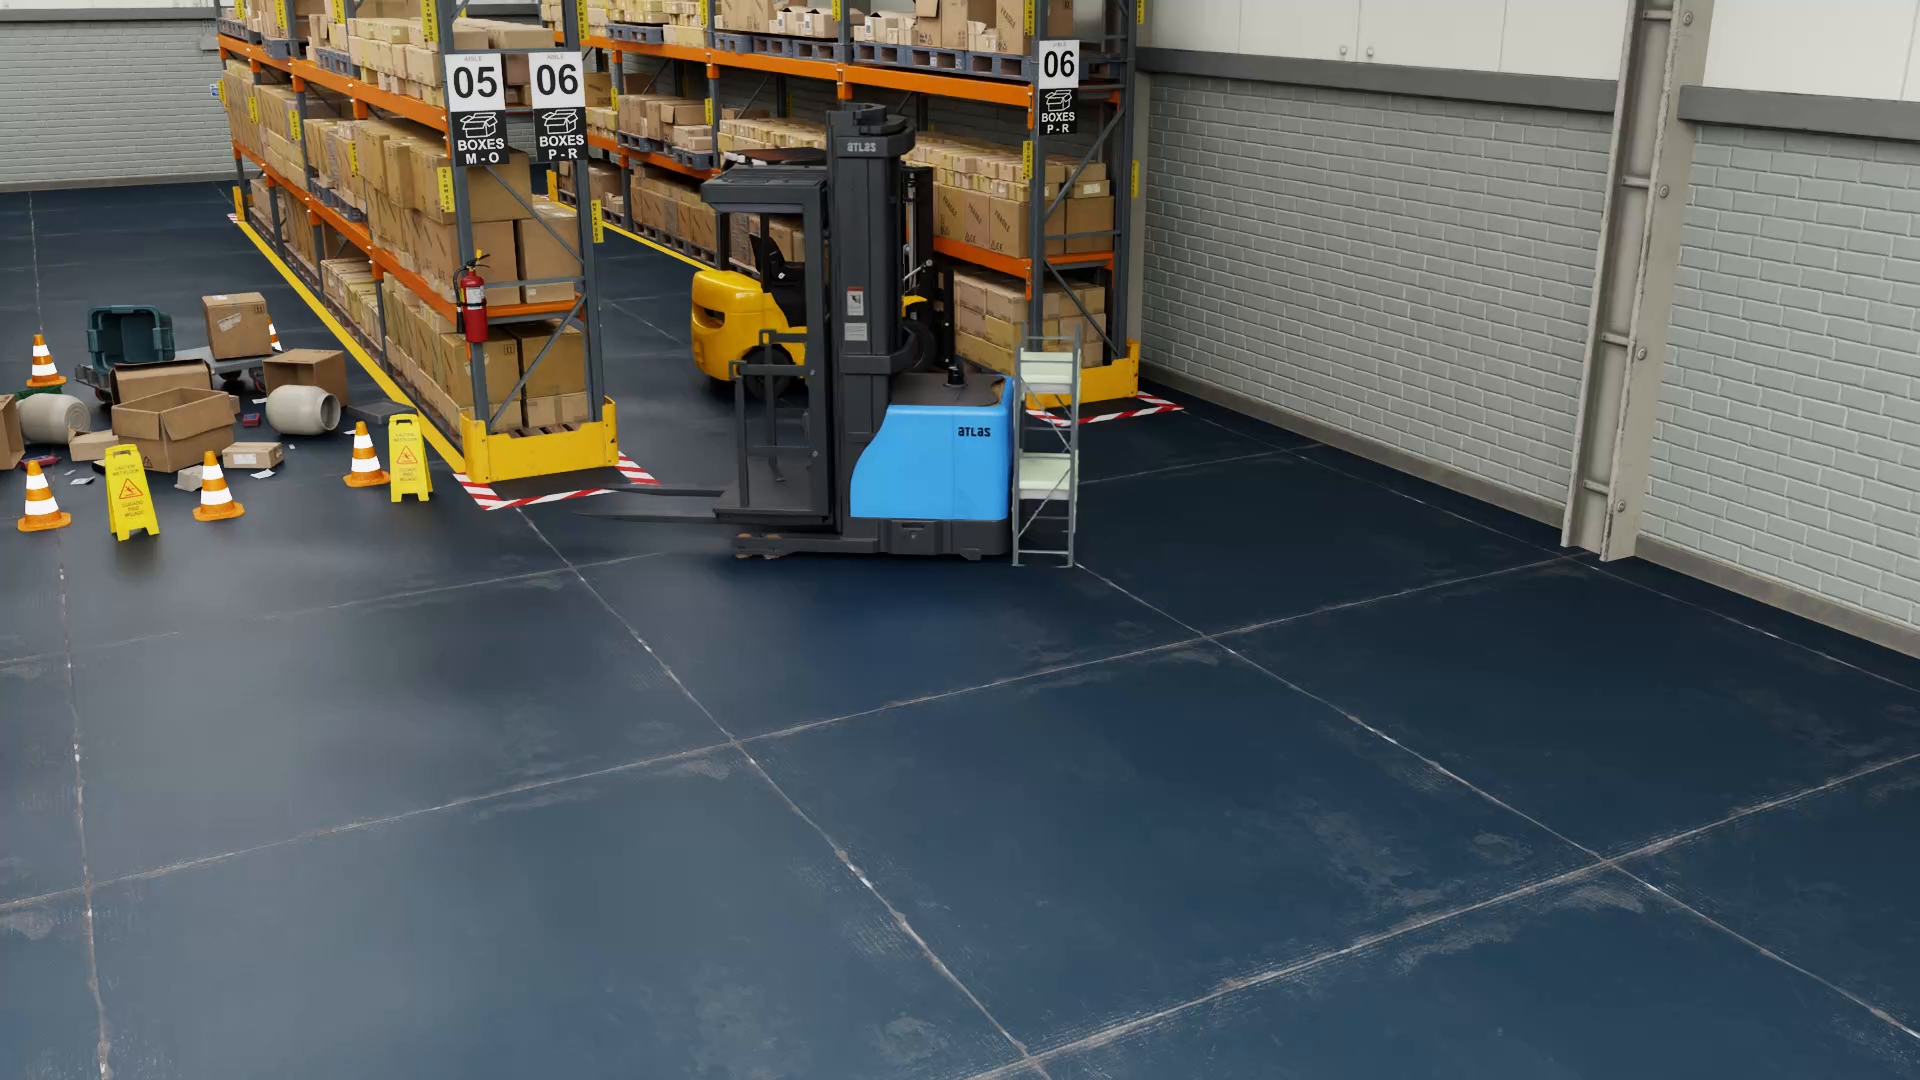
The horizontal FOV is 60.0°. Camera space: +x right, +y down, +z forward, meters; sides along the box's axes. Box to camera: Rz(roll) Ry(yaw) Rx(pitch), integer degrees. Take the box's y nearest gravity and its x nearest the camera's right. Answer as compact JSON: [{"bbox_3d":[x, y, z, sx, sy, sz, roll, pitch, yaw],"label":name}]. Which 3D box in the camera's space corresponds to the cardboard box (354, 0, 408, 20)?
[{"bbox_3d":[-5.575,-5.041,15.863,0.500,0.250,0.500,-9,21,-25],"label":"cardboard box"}]

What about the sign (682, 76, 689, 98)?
[{"bbox_3d":[-4.133,-6.813,25.003,0.100,0.325,0.005,-10,21,-27],"label":"sign"}]

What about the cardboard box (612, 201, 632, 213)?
[{"bbox_3d":[-5.143,-5.144,25.668,0.380,0.149,0.250,-11,22,-28],"label":"cardboard box"}]

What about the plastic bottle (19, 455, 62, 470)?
[{"bbox_3d":[-7.389,-0.631,13.368,0.133,0.061,0.283,16,25,39],"label":"plastic bottle"}]

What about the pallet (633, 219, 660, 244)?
[{"bbox_3d":[-4.200,-4.633,24.735,1.003,0.211,1.213,-10,21,-27],"label":"pallet"}]

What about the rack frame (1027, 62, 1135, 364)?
[{"bbox_3d":[1.078,-2.734,14.957,1.000,3.000,0.127,-10,21,-27],"label":"rack frame"}]

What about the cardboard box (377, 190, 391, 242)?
[{"bbox_3d":[-4.965,-2.991,15.090,0.500,0.500,0.500,-10,21,-27],"label":"cardboard box"}]

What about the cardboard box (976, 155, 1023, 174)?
[{"bbox_3d":[0.377,-3.519,15.627,0.380,0.149,0.250,-10,21,-26],"label":"cardboard box"}]

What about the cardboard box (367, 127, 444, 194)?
[{"bbox_3d":[-4.732,-3.315,14.497,0.700,0.500,0.500,-11,22,-28],"label":"cardboard box"}]

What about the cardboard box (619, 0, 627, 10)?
[{"bbox_3d":[-4.592,-7.566,23.493,0.380,0.149,0.250,-10,22,-28],"label":"cardboard box"}]

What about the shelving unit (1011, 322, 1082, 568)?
[{"bbox_3d":[0.588,-0.650,11.217,0.431,1.500,0.755,2,19,5],"label":"shelving unit"}]

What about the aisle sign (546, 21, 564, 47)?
[{"bbox_3d":[-6.810,-8.530,27.769,0.394,0.787,0.004,-10,21,-27],"label":"aisle sign"}]

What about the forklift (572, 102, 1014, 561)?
[{"bbox_3d":[-1.141,-1.425,11.267,3.031,2.935,1.130,2,19,5],"label":"forklift"}]

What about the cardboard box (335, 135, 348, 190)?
[{"bbox_3d":[-6.085,-3.887,17.045,0.500,0.500,0.500,-9,21,-25],"label":"cardboard box"}]

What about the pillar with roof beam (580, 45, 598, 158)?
[{"bbox_3d":[-10.795,-10.410,28.004,9.100,9.000,0.400,-10,21,-27],"label":"pillar with roof beam"}]

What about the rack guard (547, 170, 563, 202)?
[{"bbox_3d":[-6.483,-6.124,28.612,1.175,0.500,0.348,-10,21,-27],"label":"rack guard"}]

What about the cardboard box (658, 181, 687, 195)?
[{"bbox_3d":[-4.124,-5.065,23.905,0.380,0.149,0.250,-10,21,-27],"label":"cardboard box"}]

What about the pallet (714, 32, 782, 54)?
[{"bbox_3d":[-2.320,-6.179,20.629,1.213,0.211,1.003,-9,21,-24],"label":"pallet"}]

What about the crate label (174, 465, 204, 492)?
[{"bbox_3d":[-5.871,-0.481,12.816,0.298,0.136,0.250,11,22,30],"label":"crate label"}]

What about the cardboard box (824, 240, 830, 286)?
[{"bbox_3d":[-1.079,-3.107,19.032,0.875,0.625,0.625,-9,21,-24],"label":"cardboard box"}]

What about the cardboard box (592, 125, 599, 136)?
[{"bbox_3d":[-5.528,-6.403,25.975,0.380,0.149,0.250,-10,22,-27],"label":"cardboard box"}]

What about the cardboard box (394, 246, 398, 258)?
[{"bbox_3d":[-4.915,-2.641,15.073,0.380,0.149,0.250,-9,21,-25],"label":"cardboard box"}]

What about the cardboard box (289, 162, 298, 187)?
[{"bbox_3d":[-7.812,-4.439,20.128,0.500,0.250,0.500,-10,21,-26],"label":"cardboard box"}]

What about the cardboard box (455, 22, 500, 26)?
[{"bbox_3d":[-3.973,-4.216,13.815,0.380,0.149,0.250,-9,21,-26],"label":"cardboard box"}]

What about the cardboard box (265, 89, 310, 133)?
[{"bbox_3d":[-8.529,-5.472,21.205,0.500,0.500,0.500,-11,22,-28],"label":"cardboard box"}]

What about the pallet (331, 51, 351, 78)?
[{"bbox_3d":[-5.387,-4.636,16.156,1.213,0.211,1.003,-10,21,-27],"label":"pallet"}]

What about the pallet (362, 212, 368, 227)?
[{"bbox_3d":[-5.423,-3.264,16.786,1.003,0.211,1.213,-10,21,-27],"label":"pallet"}]

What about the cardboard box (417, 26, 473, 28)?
[{"bbox_3d":[-4.010,-3.923,12.966,0.380,0.149,0.250,-10,21,-26],"label":"cardboard box"}]

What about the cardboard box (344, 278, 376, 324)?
[{"bbox_3d":[-6.115,-2.624,18.023,0.950,0.372,0.625,-9,21,-25],"label":"cardboard box"}]

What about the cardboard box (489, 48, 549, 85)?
[{"bbox_3d":[-3.293,-3.638,12.750,0.500,0.250,0.500,-10,22,-28],"label":"cardboard box"}]

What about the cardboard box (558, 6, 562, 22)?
[{"bbox_3d":[-6.058,-8.354,26.418,0.500,0.250,0.500,-11,22,-28],"label":"cardboard box"}]

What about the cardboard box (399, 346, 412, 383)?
[{"bbox_3d":[-4.882,-1.649,15.382,0.500,0.250,0.500,-9,21,-24],"label":"cardboard box"}]

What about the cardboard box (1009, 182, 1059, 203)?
[{"bbox_3d":[0.667,-3.144,14.997,0.380,0.149,0.250,-10,21,-26],"label":"cardboard box"}]

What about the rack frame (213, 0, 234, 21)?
[{"bbox_3d":[-10.886,-9.393,25.058,1.000,3.000,0.127,-10,21,-27],"label":"rack frame"}]

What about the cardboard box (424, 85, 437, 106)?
[{"bbox_3d":[-3.851,-3.389,12.641,0.380,0.149,0.250,-10,21,-26],"label":"cardboard box"}]

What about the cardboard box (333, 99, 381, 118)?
[{"bbox_3d":[-7.106,-4.960,19.722,0.500,0.500,0.500,-11,22,-28],"label":"cardboard box"}]

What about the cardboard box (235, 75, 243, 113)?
[{"bbox_3d":[-10.168,-6.459,24.064,0.500,0.500,0.500,-10,21,-26],"label":"cardboard box"}]

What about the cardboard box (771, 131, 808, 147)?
[{"bbox_3d":[-2.006,-4.726,19.582,0.380,0.149,0.250,-11,22,-28],"label":"cardboard box"}]

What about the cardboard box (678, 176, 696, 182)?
[{"bbox_3d":[-3.939,-5.298,24.582,0.380,0.149,0.250,-10,21,-26],"label":"cardboard box"}]

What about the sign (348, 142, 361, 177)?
[{"bbox_3d":[-5.674,-3.573,15.612,0.100,0.325,0.005,-10,21,-27],"label":"sign"}]

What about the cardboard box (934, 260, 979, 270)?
[{"bbox_3d":[-0.145,-2.625,16.679,0.500,0.250,0.500,-10,22,-28],"label":"cardboard box"}]

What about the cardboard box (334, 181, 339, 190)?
[{"bbox_3d":[-6.607,-3.907,18.097,0.380,0.149,0.250,-9,21,-23],"label":"cardboard box"}]

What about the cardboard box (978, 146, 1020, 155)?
[{"bbox_3d":[0.398,-3.807,16.461,0.380,0.149,0.250,-10,21,-26],"label":"cardboard box"}]

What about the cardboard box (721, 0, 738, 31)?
[{"bbox_3d":[-2.591,-6.496,20.310,0.500,0.500,0.500,-10,21,-26],"label":"cardboard box"}]

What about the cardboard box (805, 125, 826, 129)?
[{"bbox_3d":[-1.671,-4.976,20.305,0.380,0.149,0.250,-10,22,-28],"label":"cardboard box"}]

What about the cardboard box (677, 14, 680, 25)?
[{"bbox_3d":[-3.540,-6.932,22.141,0.380,0.149,0.250,-10,21,-26],"label":"cardboard box"}]

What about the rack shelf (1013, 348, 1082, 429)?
[{"bbox_3d":[0.588,-1.019,11.090,0.431,0.370,0.720,2,19,5],"label":"rack shelf"}]

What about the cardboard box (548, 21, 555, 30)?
[{"bbox_3d":[-6.573,-8.499,27.450,0.380,0.149,0.250,-9,21,-26],"label":"cardboard box"}]

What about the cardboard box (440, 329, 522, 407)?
[{"bbox_3d":[-3.898,-1.407,13.533,0.500,0.500,0.500,-10,21,-26],"label":"cardboard box"}]

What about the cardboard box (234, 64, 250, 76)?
[{"bbox_3d":[-10.262,-6.787,24.023,0.380,0.149,0.250,-11,22,-28],"label":"cardboard box"}]

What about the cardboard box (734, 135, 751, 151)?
[{"bbox_3d":[-2.488,-4.887,20.659,0.500,0.250,0.500,-9,21,-25],"label":"cardboard box"}]

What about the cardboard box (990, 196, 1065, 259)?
[{"bbox_3d":[0.614,-2.882,15.232,0.500,0.500,0.500,-11,22,-28],"label":"cardboard box"}]

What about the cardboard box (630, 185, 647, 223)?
[{"bbox_3d":[-4.588,-5.022,24.776,0.500,0.500,0.500,-9,21,-24],"label":"cardboard box"}]

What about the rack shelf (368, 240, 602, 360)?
[{"bbox_3d":[-4.238,-2.198,14.507,1.077,0.370,4.000,-10,21,-27],"label":"rack shelf"}]
